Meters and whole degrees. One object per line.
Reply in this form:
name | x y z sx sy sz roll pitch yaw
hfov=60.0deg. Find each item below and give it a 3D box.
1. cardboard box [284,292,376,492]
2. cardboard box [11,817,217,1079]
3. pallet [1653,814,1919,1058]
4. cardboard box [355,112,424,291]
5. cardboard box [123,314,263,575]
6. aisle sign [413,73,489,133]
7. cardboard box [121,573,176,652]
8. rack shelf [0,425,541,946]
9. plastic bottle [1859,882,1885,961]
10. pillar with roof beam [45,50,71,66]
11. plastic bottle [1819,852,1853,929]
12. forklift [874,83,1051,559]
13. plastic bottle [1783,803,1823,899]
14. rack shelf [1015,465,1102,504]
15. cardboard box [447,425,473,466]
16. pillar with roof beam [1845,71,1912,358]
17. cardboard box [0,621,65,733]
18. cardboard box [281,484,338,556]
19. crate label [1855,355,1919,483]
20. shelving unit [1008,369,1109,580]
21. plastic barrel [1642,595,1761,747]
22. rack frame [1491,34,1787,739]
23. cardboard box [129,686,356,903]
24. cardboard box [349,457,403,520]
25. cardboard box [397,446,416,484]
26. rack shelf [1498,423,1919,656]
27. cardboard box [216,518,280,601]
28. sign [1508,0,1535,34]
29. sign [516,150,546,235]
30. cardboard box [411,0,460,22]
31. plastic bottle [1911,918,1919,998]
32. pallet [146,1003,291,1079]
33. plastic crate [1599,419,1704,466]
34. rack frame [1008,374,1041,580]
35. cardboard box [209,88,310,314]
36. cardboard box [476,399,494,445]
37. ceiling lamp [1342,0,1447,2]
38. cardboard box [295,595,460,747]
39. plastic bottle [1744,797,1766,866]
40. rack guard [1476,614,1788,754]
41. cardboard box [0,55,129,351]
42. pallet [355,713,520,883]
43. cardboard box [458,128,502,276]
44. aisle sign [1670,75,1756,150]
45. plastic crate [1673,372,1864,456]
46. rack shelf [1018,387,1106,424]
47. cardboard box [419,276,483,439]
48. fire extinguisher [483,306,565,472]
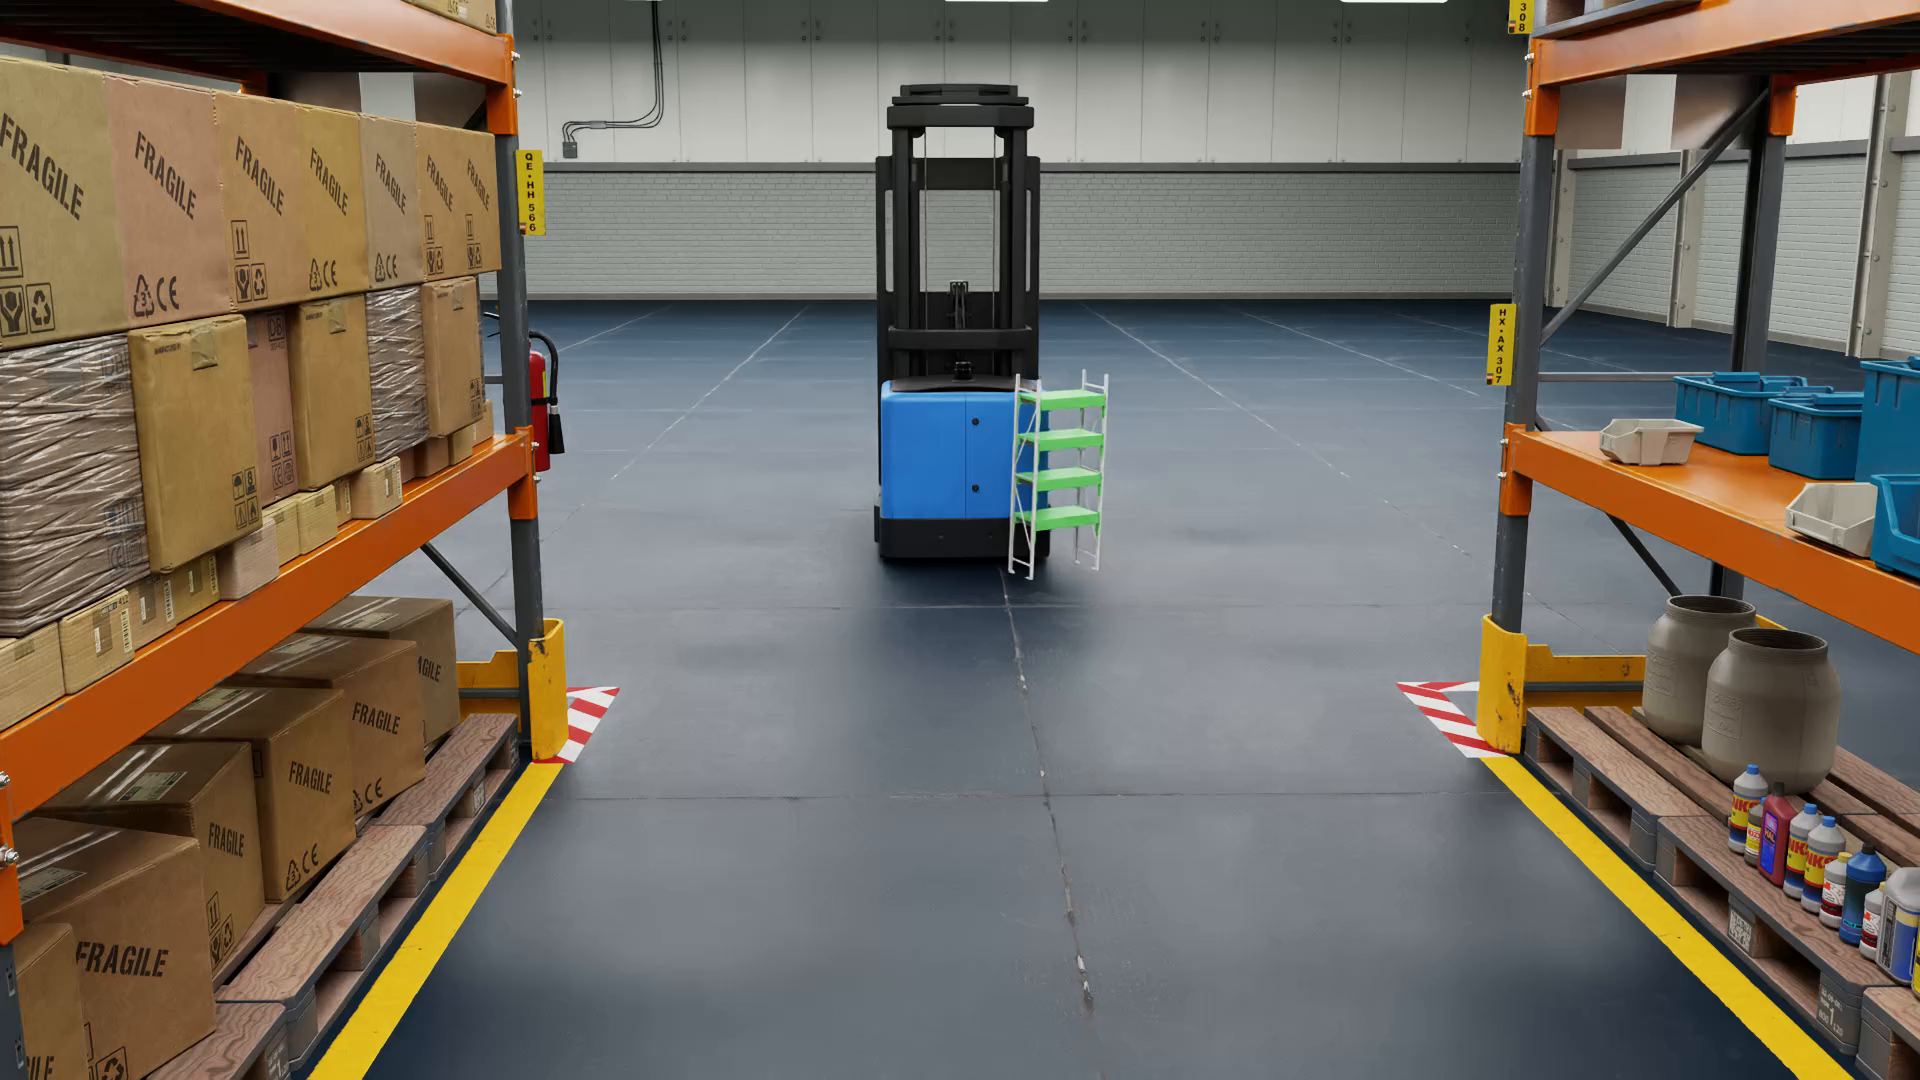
cardboard box | -2.145 -0.419 4.578 0.875 0.500 0.500 0 11 -1
cardboard box | -2.130 0.990 3.867 0.500 0.500 0.500 4 12 17
pallet | 2.810 1.133 4.941 1.003 0.211 1.213 0 11 -1
cardboard box | -1.942 -1.009 4.973 0.500 0.500 0.500 0 11 -1
cardboard box | -2.064 -0.220 3.600 0.875 0.500 0.500 0 11 -1
aisle sign | -1.926 -1.919 6.434 0.394 0.787 0.004 0 11 -1
cardboard box | -1.871 0.144 3.438 0.380 0.149 0.250 0 11 -1
rack shelf | -2.183 0.119 4.737 1.077 0.370 4.000 0 11 -1
plastic bottle | 2.469 1.015 4.445 0.097 0.201 0.097 0 11 0
pillar with roof beam | -14.297 -9.348 34.506 9.100 9.000 0.548 0 11 -1
plastic bottle | 2.465 0.974 4.647 0.097 0.201 0.097 0 11 0
forklift | -0.025 -1.561 11.383 1.130 2.935 3.031 0 11 -2
plastic bottle | 2.460 0.900 4.835 0.097 0.271 0.097 0 11 0
rack shelf | 0.585 -0.335 9.979 0.480 0.148 0.258 -7 17 -32
cardboard box | -1.951 -0.353 5.887 0.380 0.149 0.250 0 11 -1
pillar with roof beam | 8.836 -7.057 23.211 9.100 9.000 0.400 0 11 -1
cardboard box | -1.846 0.243 2.948 0.380 0.149 0.250 0 11 -1
cardboard box | -1.890 -0.055 4.417 0.380 0.149 0.250 0 11 -1
crate label | 3.036 -0.304 4.924 0.502 0.435 0.616 0 11 -1
shelving unit | 0.587 -0.397 9.963 0.503 1.200 0.258 -7 17 -32
plastic barrel | 2.817 0.493 6.288 0.421 0.512 0.421 0 11 0
rack frame | 2.727 -0.651 6.726 1.000 3.000 0.127 0 11 -1
cardboard box | -2.188 0.756 5.021 0.500 0.500 0.500 1 11 4
cardboard box | -1.876 -0.154 4.908 0.380 0.149 0.250 0 11 -1
cardboard box | -1.998 -0.253 5.395 0.380 0.149 0.250 0 11 -1
rack shelf | 2.769 0.099 4.838 1.077 0.370 4.000 0 11 -1
cardboard box | -1.849 0.044 3.928 0.380 0.149 0.250 0 11 -1
sign | 2.177 -2.124 6.420 0.100 0.325 0.005 0 11 -1
sign | -1.669 -1.352 6.471 0.100 0.325 0.005 0 11 -1
cardboard box | -1.947 -1.834 5.386 0.500 0.250 0.500 0 11 -1
plastic bottle | 2.498 0.997 4.156 0.144 0.351 0.185 0 11 -2
pallet | -2.191 1.397 3.641 1.003 0.211 1.213 0 11 -1
plastic crate | 2.424 -0.343 5.869 0.298 0.136 0.250 0 11 -1
rack frame | 0.381 -0.371 9.834 0.015 1.200 0.240 -7 17 -32
cardboard box | -1.919 -0.810 3.993 0.500 0.500 0.500 0 11 -1
cardboard box | -2.012 -0.452 6.375 0.380 0.149 0.250 0 11 -1
ceiling lamp | 8.012 -11.532 30.589 2.000 3.185 0.800 0 11 -1
cardboard box | -2.228 0.512 6.220 0.500 0.500 0.500 2 12 9
plastic bottle | 2.455 0.887 5.076 0.097 0.201 0.097 0 11 0
rack guard | 2.776 0.589 6.901 1.175 0.500 0.348 0 11 -1
cardboard box | -1.897 -0.611 3.013 0.500 0.500 0.500 0 11 -1
pallet | -2.241 0.912 6.032 1.003 0.211 1.213 0 11 -1
cardboard box | -1.966 -1.208 5.953 0.500 0.500 0.500 0 11 -1
aisle sign | 3.023 -1.941 6.544 0.394 0.787 0.004 0 11 -1
plastic crate | 3.037 -0.480 6.256 0.499 0.251 0.616 0 11 -1
rack shelf | 0.599 -0.800 9.861 0.480 0.148 0.258 -7 17 -32
cardboard box | -2.110 -0.618 5.559 0.875 0.500 0.500 0 11 -1
fire extinguisher | -1.766 -0.618 6.755 0.296 0.674 0.183 0 11 -1
